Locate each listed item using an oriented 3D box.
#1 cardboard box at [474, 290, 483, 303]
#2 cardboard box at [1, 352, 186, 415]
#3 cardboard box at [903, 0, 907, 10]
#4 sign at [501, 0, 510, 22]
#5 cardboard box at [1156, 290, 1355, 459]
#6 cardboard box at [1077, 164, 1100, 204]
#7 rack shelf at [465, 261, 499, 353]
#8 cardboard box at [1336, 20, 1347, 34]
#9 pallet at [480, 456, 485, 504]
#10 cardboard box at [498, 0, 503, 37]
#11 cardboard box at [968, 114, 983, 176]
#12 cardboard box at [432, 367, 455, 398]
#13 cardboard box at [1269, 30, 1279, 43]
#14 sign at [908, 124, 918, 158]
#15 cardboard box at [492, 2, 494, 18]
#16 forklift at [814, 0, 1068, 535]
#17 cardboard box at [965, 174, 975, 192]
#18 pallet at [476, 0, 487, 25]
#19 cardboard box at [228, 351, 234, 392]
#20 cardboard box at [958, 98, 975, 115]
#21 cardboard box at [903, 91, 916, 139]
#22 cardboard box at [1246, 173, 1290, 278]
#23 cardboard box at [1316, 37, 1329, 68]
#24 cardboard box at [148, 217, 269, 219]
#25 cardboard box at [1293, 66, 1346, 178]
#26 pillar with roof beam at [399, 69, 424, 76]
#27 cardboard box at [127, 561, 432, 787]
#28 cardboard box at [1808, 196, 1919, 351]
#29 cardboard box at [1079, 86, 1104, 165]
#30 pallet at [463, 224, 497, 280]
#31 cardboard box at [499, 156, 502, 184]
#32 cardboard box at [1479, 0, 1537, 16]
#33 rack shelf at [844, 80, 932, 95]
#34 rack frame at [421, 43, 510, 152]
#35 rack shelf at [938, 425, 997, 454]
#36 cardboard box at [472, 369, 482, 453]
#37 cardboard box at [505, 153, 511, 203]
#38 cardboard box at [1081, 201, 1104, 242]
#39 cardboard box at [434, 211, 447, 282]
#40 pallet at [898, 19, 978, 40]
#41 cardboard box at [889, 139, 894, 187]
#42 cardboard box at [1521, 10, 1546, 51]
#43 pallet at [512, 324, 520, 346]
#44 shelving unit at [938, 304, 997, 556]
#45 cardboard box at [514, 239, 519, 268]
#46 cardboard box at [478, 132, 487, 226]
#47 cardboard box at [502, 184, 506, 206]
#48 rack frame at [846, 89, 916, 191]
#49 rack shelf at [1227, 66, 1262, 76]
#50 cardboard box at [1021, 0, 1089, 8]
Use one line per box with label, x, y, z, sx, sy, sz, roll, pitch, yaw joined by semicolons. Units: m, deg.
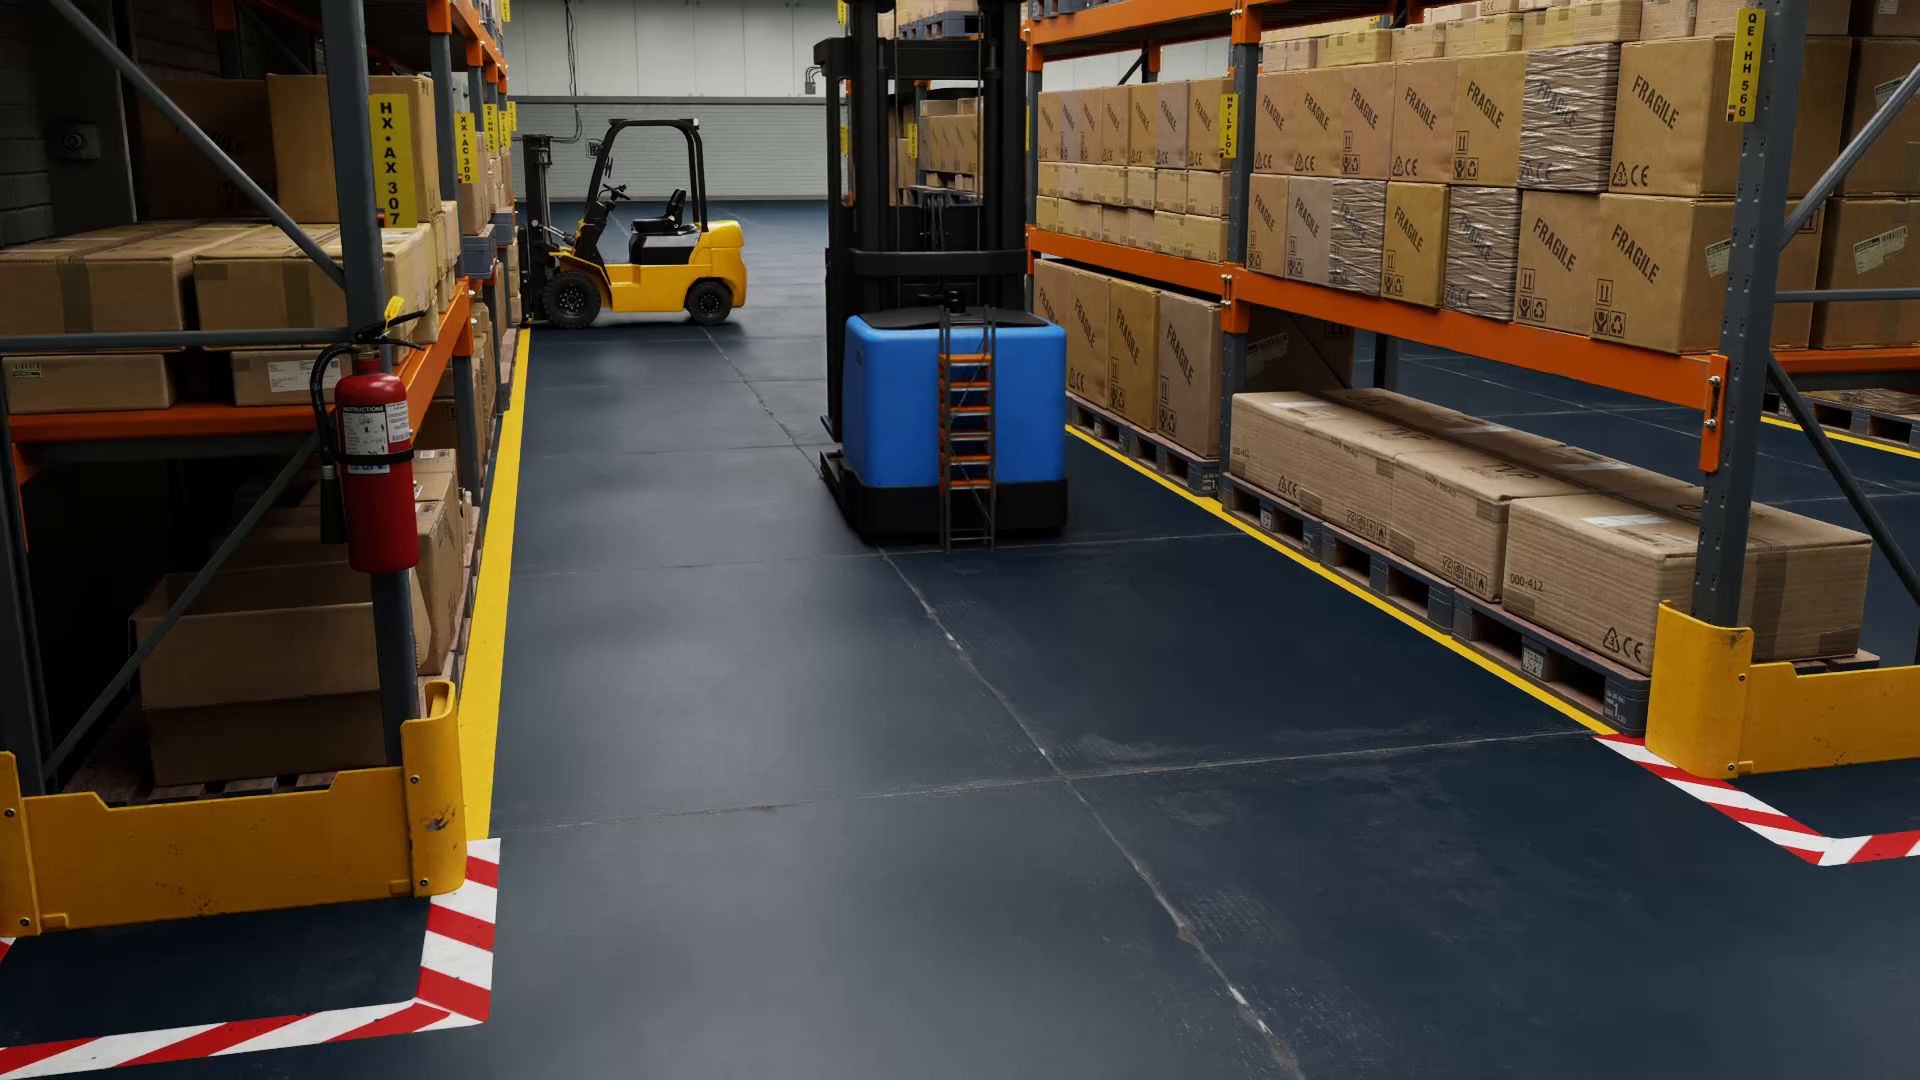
cardboard box;-3.953;-1.530;12.489;0.875;0.625;0.625;-3;14;-11
cardboard box;-2.279;-0.429;4.393;0.380;0.149;0.250;-3;14;-14
cardboard box;-0.357;-5.375;16.635;0.380;0.149;0.250;-4;14;-15
sign;-5.168;-6.057;18.878;0.100;0.325;0.005;-3;14;-13
cardboard box;1.721;-1.000;9.794;0.875;0.875;0.875;-3;14;-11
cardboard box;1.109;-2.417;11.263;0.500;0.250;0.500;-3;14;-13
rack shelf;-3.350;-1.524;9.862;1.077;0.370;4.000;-3;14;-13
cardboard box;4.335;-5.606;18.168;0.380;0.149;0.250;-3;14;-12
pallet;-3.108;-0.243;8.979;1.003;0.211;1.213;-3;14;-13
cardboard box;-5.357;-5.851;18.427;0.500;0.500;0.500;-3;14;-11
cardboard box;0.376;-3.334;14.032;0.500;0.500;0.500;-4;14;-17
cardboard box;-2.706;-0.815;8.458;0.380;0.149;0.250;-3;14;-11
cardboard box;3.920;-6.015;19.842;0.380;0.149;0.250;-3;14;-13
sign;-0.460;-3.924;16.345;0.100;0.325;0.005;-3;14;-13
cardboard box;-4.569;-4.966;15.548;0.380;0.149;0.250;-3;14;-12
forklift;-0.225;-1.751;9.419;1.130;2.935;3.031;-2;14;-10
cardboard box;0.258;-3.110;14.482;0.380;0.149;0.250;-4;14;-15
pallet;-4.066;-3.852;11.952;1.213;0.211;1.003;-3;14;-11
cardboard box;-1.856;-0.515;4.744;0.380;0.149;0.250;-3;14;-12
cardboard box;0.187;-3.875;14.877;0.380;0.149;0.250;-2;14;-10
cardboard box;-0.229;-4.680;18.317;0.700;0.500;0.500;-3;14;-14
cardboard box;1.800;-1.616;8.510;0.500;0.500;0.500;-3;14;-11
cardboard box;1.943;-2.337;7.989;0.380;0.149;0.250;-3;14;-14
cardboard box;-2.782;-1.120;6.382;0.500;0.250;0.500;-3;14;-12
cardboard box;1.933;-1.984;7.911;0.500;0.500;0.500;-3;14;-14
pillar with roof beam;-3.635;-8.508;24.292;9.100;9.000;0.400;-3;14;-13
cardboard box;-1.992;0.373;4.957;0.797;0.503;0.637;-4;14;-15
cardboard box;3.050;-0.943;5.754;0.500;0.500;0.500;-3;14;-14
cardboard box;1.115;-2.786;11.191;0.500;0.500;0.500;-3;14;-12
pallet;-2.962;-1.510;8.691;1.003;0.211;1.213;-3;14;-13
cardboard box;-4.395;-3.329;14.996;0.500;0.250;0.500;-4;14;-14
cardboard box;5.112;-5.056;15.174;0.500;0.500;0.500;-3;14;-13
rack shelf;-0.405;-5.105;18.196;1.077;0.370;4.000;-3;14;-13
rack frame;-5.698;-4.181;19.219;1.000;3.000;0.127;-3;14;-13
rack shelf;0.034;-0.489;8.089;0.258;0.103;0.180;-2;14;-10
cardboard box;-2.909;-0.649;9.144;0.500;0.500;0.500;-3;14;-14
cardboard box;-4.965;-3.777;17.355;0.500;0.500;0.500;-3;14;-13
cardboard box;1.130;-2.174;11.322;0.500;0.250;0.500;-3;14;-11
cardboard box;-2.287;-1.150;6.502;0.500;0.250;0.500;-3;14;-14
pallet;0.107;-4.753;15.637;1.213;0.211;1.003;-3;14;-13
cardboard box;-0.535;-4.055;17.867;0.500;0.500;0.500;-3;14;-12
cardboard box;2.367;-1.925;6.302;0.380;0.149;0.250;-3;14;-14
pallet;-4.905;-2.089;16.534;1.003;0.211;1.213;-3;14;-13
shelving unit;0.034;-0.532;8.078;0.258;1.200;0.189;-2;14;-10
cardboard box;-4.678;-2.860;16.614;0.500;0.250;0.500;-3;14;-13
cardboard box;-2.898;-1.909;8.823;0.700;0.500;0.500;-3;14;-13
cardboard box;-4.386;-3.084;15.044;0.500;0.250;0.500;-3;14;-12
rack frame;-0.874;-4.458;20.355;1.000;3.000;0.127;-3;14;-13
rack shelf;4.383;-5.404;19.421;1.077;0.370;4.000;-3;14;-13
cardboard box;0.792;-4.338;13.331;0.700;0.500;0.500;-3;14;-13
